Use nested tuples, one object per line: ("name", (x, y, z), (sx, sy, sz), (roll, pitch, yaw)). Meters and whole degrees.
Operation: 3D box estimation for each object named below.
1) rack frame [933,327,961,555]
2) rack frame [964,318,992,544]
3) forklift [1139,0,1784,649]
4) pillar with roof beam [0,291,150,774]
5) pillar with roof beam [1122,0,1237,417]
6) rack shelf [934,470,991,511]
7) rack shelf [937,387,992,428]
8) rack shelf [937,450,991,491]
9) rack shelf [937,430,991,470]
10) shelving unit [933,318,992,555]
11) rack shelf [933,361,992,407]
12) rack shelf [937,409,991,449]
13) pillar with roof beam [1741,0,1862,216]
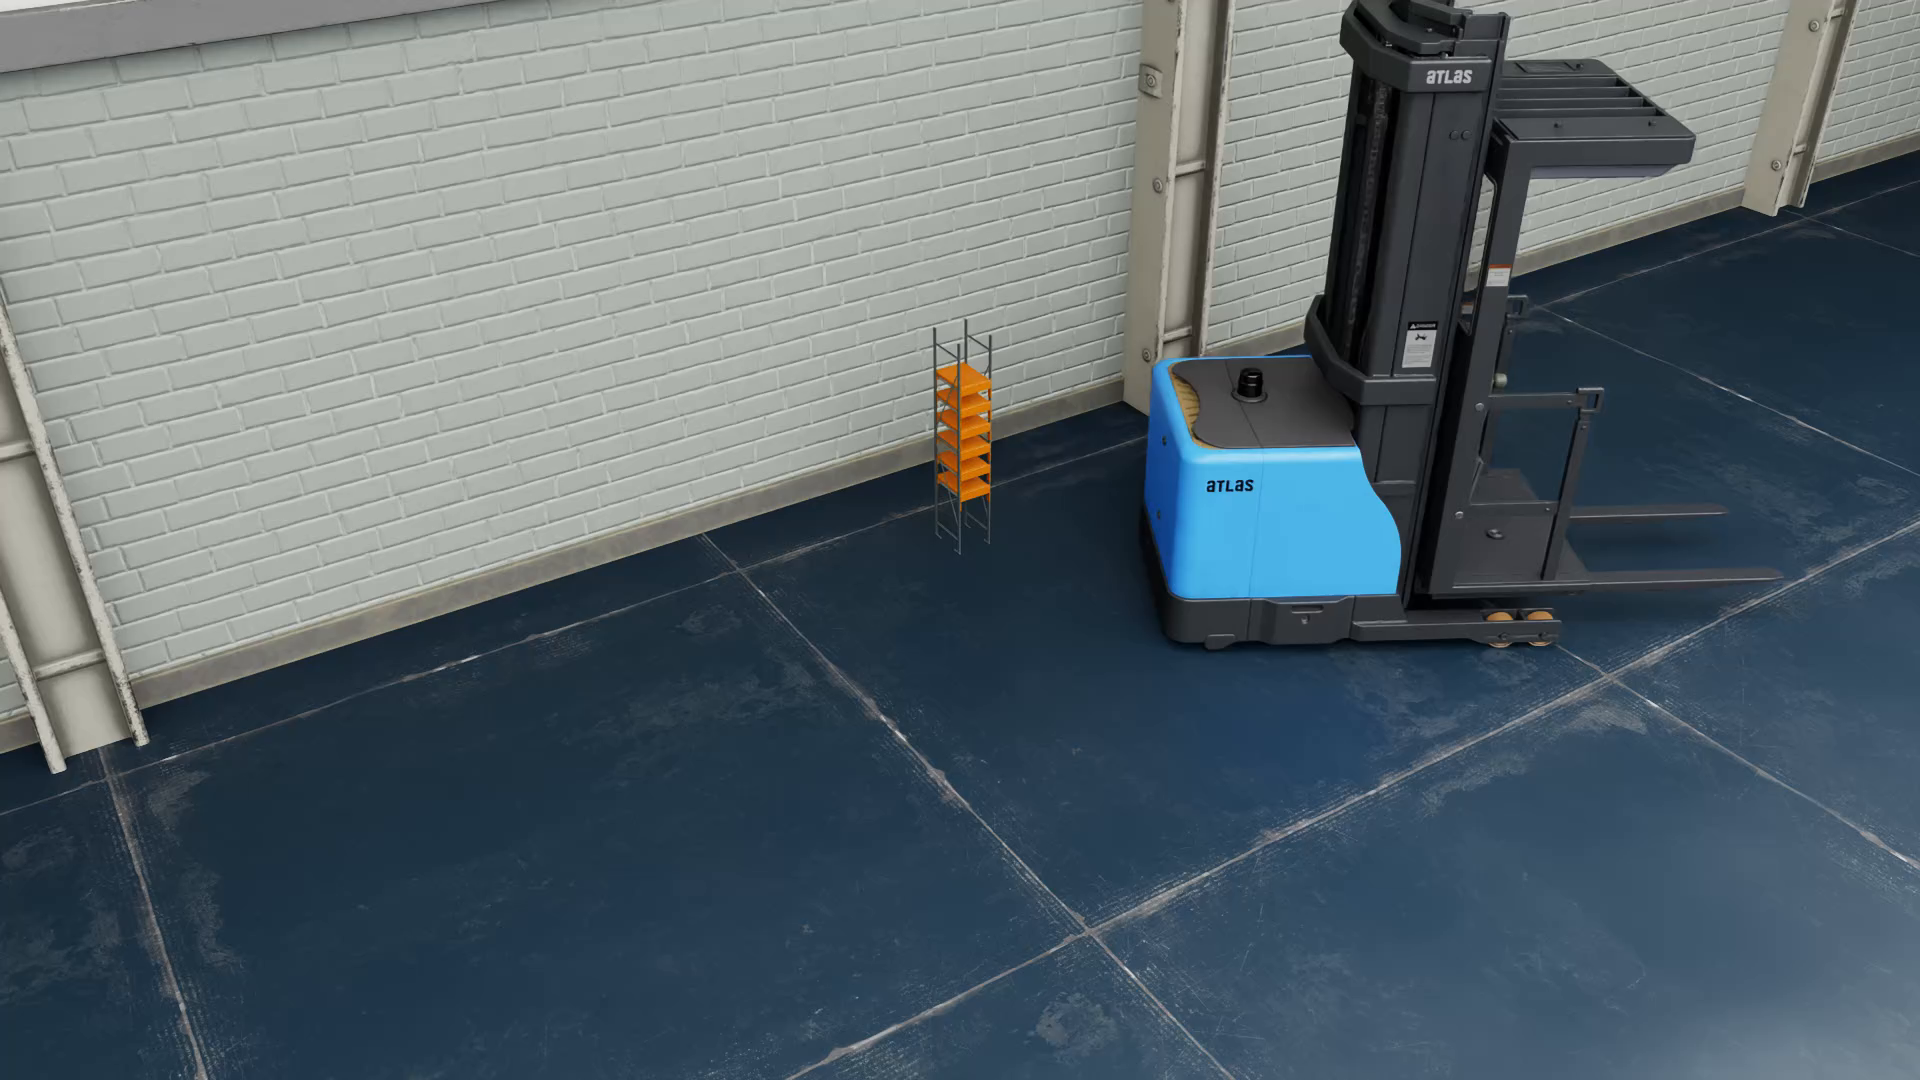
("rack frame", (-0.065, -0.485, 8.395), (0.006, 1.200, 0.240), (-19, 37, -27))
("rack frame", (0.089, -0.538, 8.478), (0.006, 1.200, 0.240), (-19, 37, -27))
("forklift", (2.463, -1.009, 7.603), (3.031, 2.935, 1.130), (-1, 32, -2))
("pillar with roof beam", (-1.489, -0.994, 1.892), (0.400, 9.000, 9.100), (-19, 37, -27))
("pillar with roof beam", (3.554, -2.729, 4.641), (0.400, 9.000, 9.100), (-19, 37, -27))
("rack shelf", (0.012, -0.271, 8.588), (0.180, 0.103, 0.258), (-19, 37, -27))
("rack shelf", (0.012, -0.677, 8.332), (0.180, 0.103, 0.258), (-19, 37, -27))
("rack shelf", (0.012, -0.373, 8.524), (0.180, 0.103, 0.258), (-19, 37, -27))
("rack shelf", (0.012, -0.474, 8.460), (0.180, 0.103, 0.258), (-19, 37, -27))
("shelving unit", (0.012, -0.512, 8.437), (0.189, 1.200, 0.258), (-19, 37, -27))
("rack shelf", (0.012, -0.779, 8.268), (0.180, 0.103, 0.258), (-19, 37, -27))
("rack shelf", (0.012, -0.576, 8.396), (0.180, 0.103, 0.258), (-19, 37, -27))
("pillar with roof beam", (8.597, -4.463, 7.390), (0.400, 9.000, 9.100), (-19, 37, -27))
